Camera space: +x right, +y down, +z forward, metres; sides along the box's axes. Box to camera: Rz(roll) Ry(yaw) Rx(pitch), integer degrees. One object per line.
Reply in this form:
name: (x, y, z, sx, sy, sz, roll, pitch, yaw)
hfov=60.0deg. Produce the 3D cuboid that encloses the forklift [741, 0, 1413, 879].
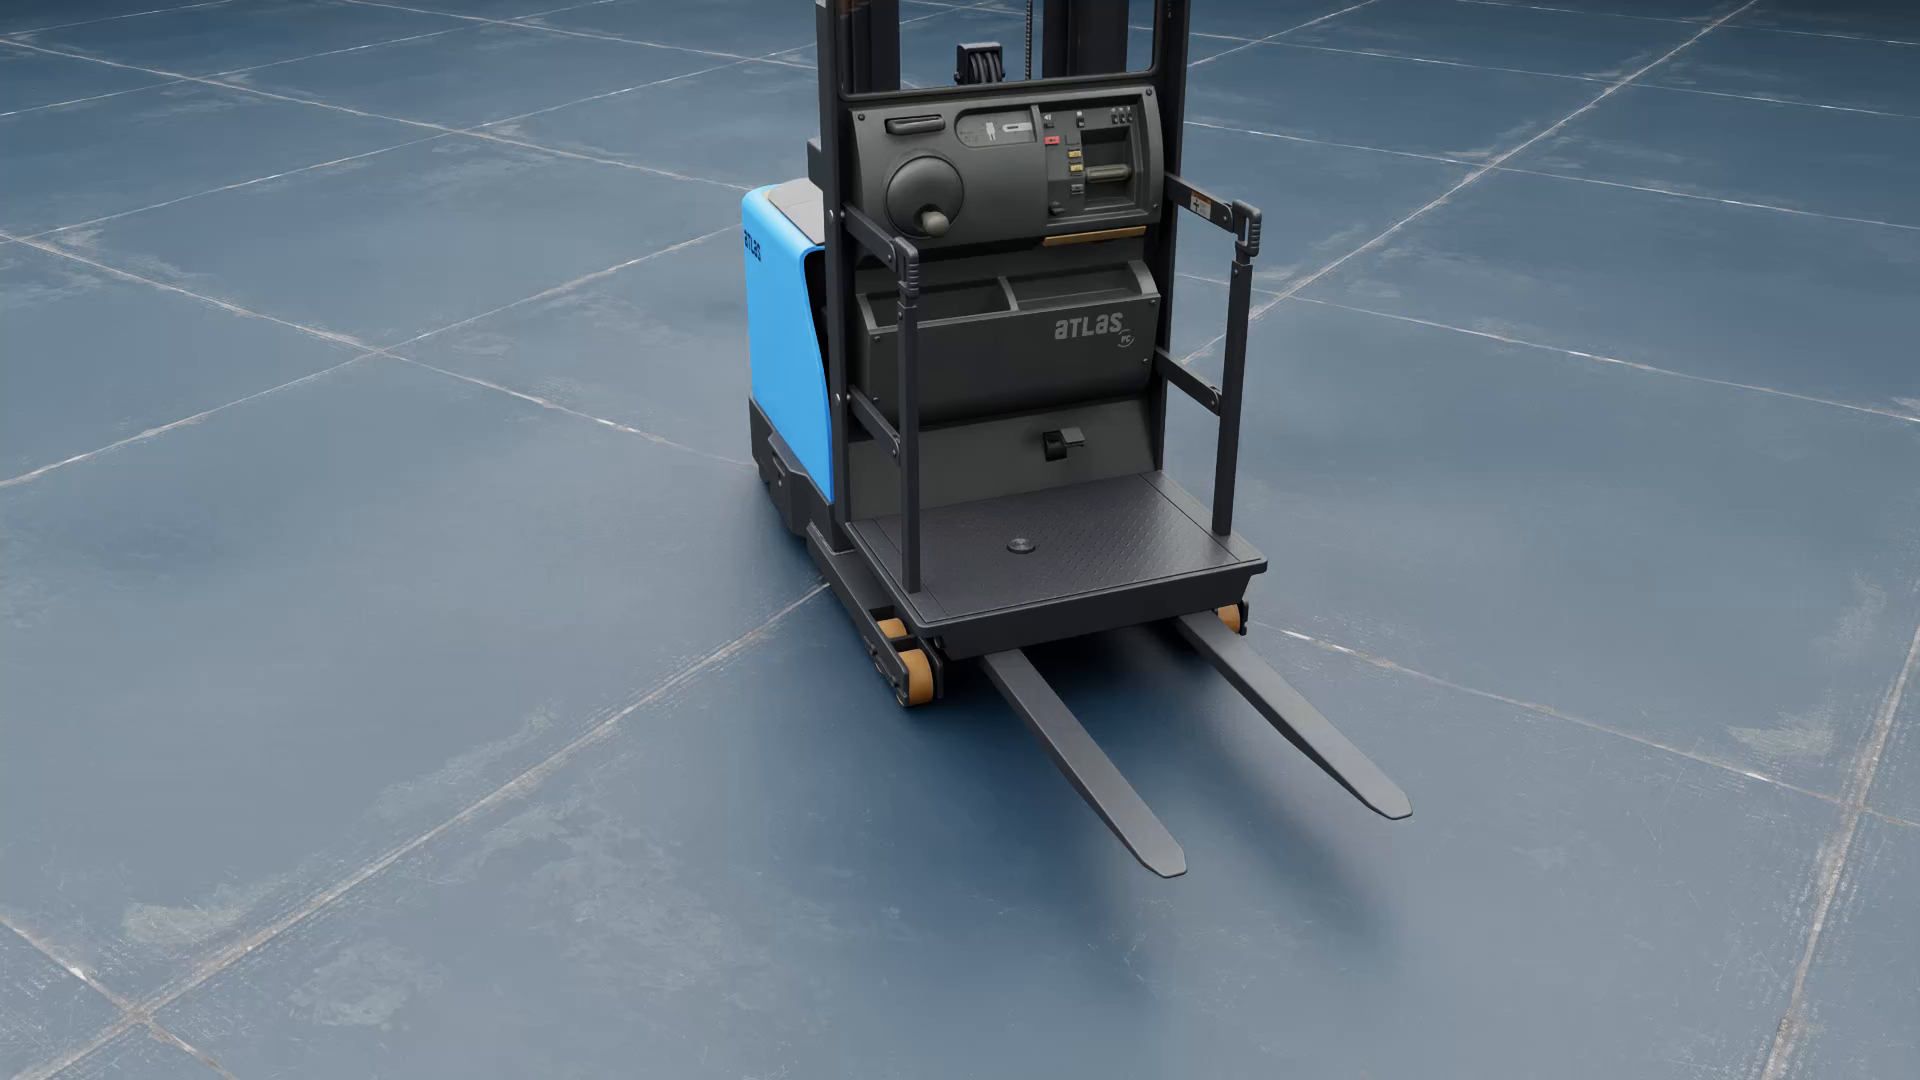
forklift: (0.227, -1.040, 4.561, 1.130, 2.935, 3.031, -10, 29, -19)
